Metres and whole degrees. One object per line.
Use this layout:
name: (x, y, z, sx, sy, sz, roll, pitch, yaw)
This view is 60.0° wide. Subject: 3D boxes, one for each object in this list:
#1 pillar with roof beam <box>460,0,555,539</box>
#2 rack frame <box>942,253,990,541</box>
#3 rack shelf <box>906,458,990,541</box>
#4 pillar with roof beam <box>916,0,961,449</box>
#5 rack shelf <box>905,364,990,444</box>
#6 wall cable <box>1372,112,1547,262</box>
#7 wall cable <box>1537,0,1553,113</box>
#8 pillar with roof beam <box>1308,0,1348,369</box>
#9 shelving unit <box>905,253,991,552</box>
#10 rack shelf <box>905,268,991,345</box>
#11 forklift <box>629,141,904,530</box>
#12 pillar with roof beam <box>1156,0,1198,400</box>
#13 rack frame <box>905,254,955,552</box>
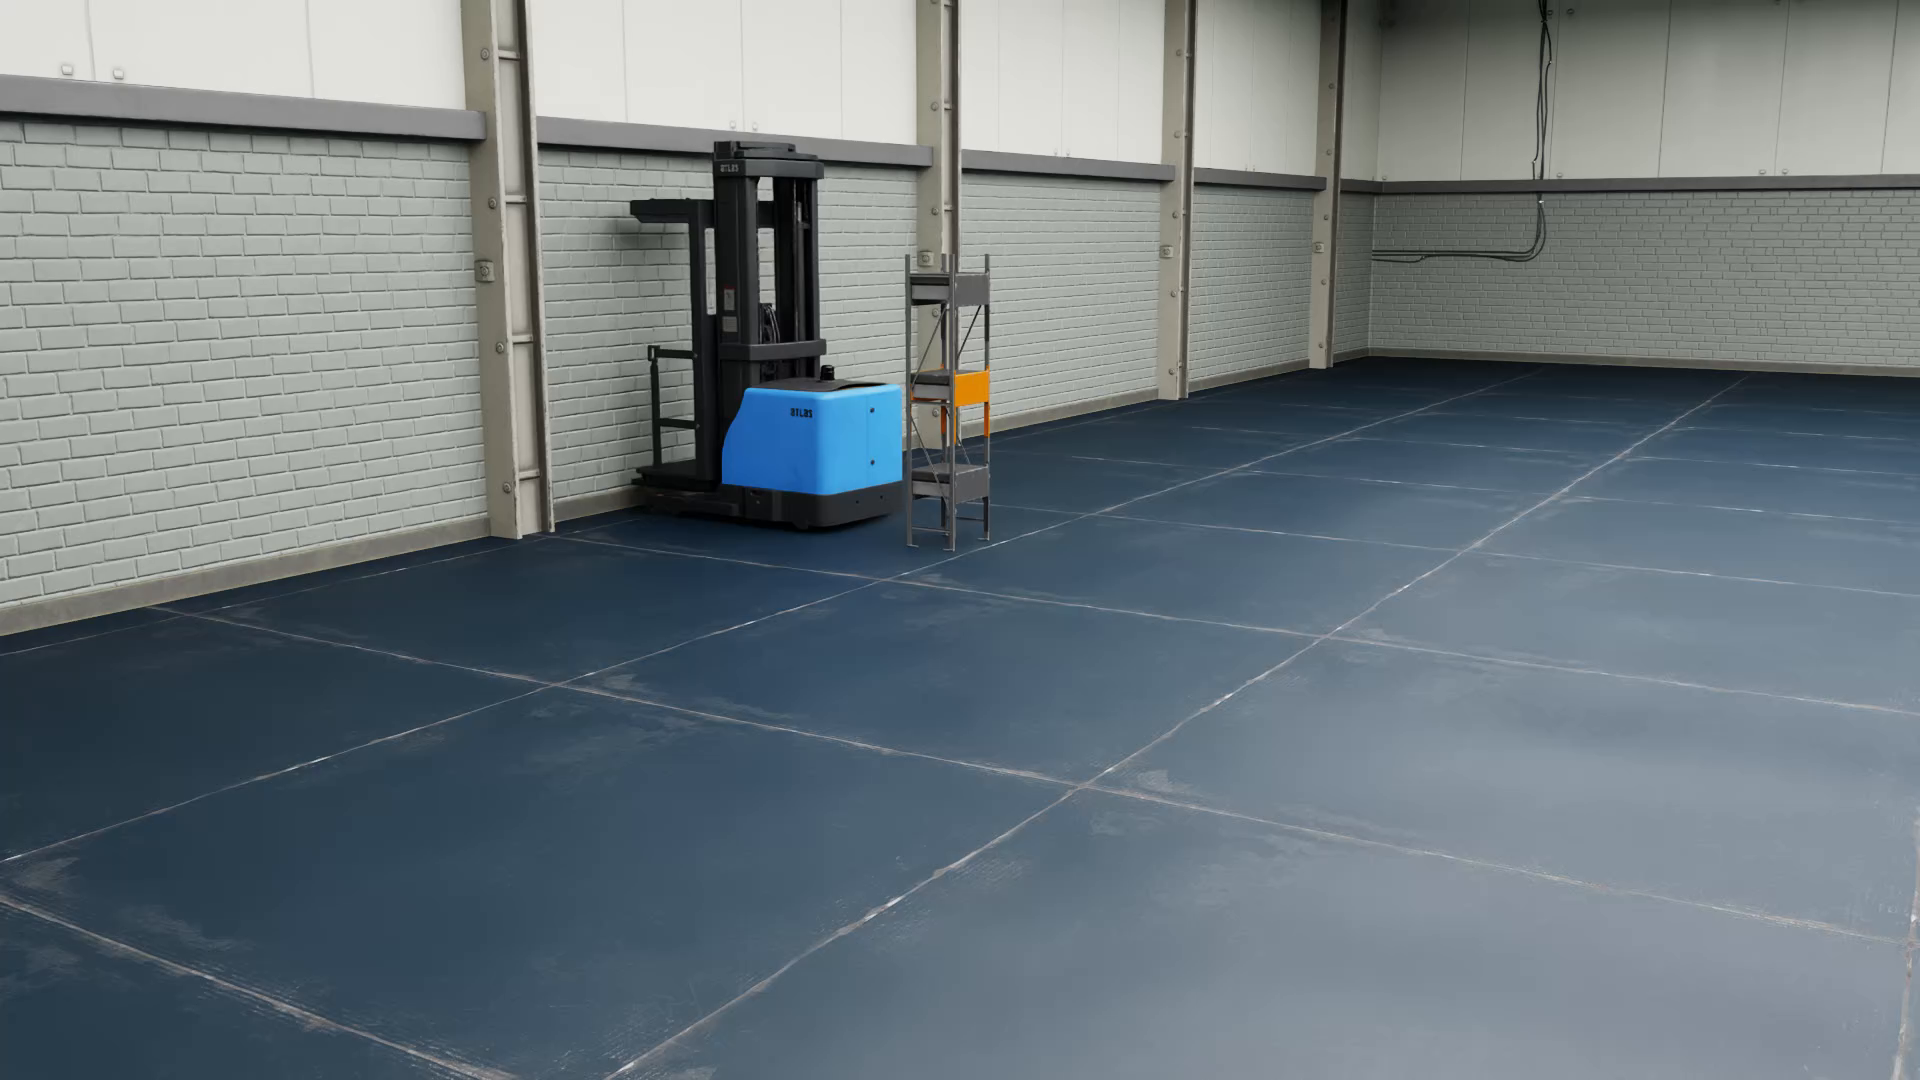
pillar with roof beam: (0.348, -4.064, 9.622, 9.100, 9.000, 0.400, 6, 12, 31)
rack frame: (0.041, -1.044, 12.241, 0.400, 2.100, 0.015, 6, 12, 31)
rack shelf: (-0.086, -0.305, 12.168, 0.431, 0.518, 0.480, 6, 12, 31)
pillar with roof beam: (3.463, -5.008, 14.662, 9.100, 9.000, 0.400, 6, 12, 31)
rack shelf: (-0.086, -0.993, 12.039, 0.431, 0.518, 0.480, 6, 12, 31)
wall cable: (8.673, -6.117, 29.025, 3.097, 2.526, 0.112, 6, 12, 31)
wall cable: (10.985, -8.341, 27.180, 3.097, 2.526, 0.112, 6, 12, 31)
pillar with roof beam: (9.693, -6.895, 24.743, 9.100, 9.000, 0.400, 6, 12, 31)
shelving unit: (-0.086, -1.006, 12.036, 0.431, 2.100, 0.503, 6, 12, 31)
rack shelf: (-0.086, -1.681, 11.910, 0.431, 0.518, 0.480, 6, 12, 31)
forklift: (-1.943, -1.702, 13.493, 3.031, 2.935, 1.130, 7, 13, 34)
pillar with roof beam: (6.578, -5.951, 19.702, 9.100, 9.000, 0.400, 6, 12, 31)
rack frame: (-0.213, -0.968, 11.831, 0.400, 2.100, 0.015, 6, 12, 31)
